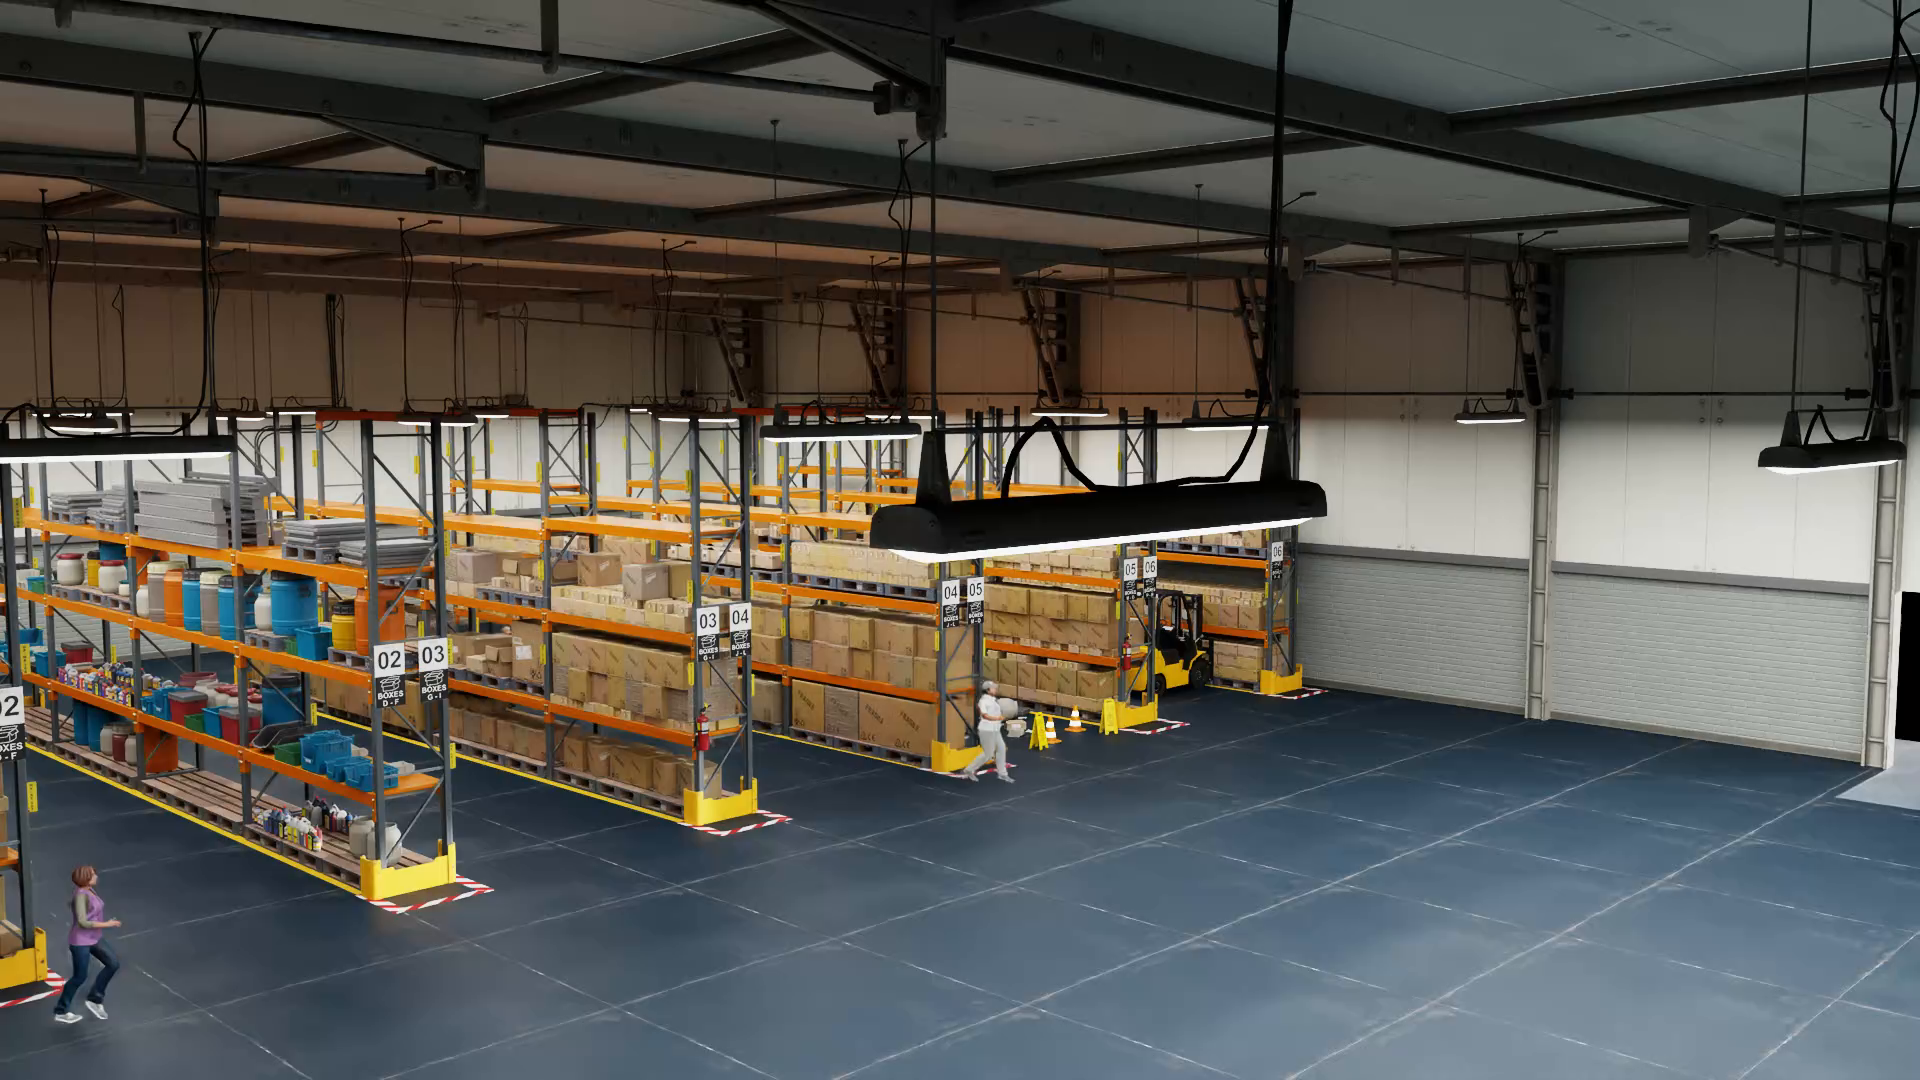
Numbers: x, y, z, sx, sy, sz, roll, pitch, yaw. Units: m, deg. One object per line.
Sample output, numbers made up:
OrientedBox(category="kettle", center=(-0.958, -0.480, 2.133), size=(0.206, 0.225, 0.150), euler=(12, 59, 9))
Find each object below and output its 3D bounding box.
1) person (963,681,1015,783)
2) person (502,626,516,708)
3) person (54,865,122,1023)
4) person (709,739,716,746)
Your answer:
OrientedBox(category="person", center=(0.475, 3.113, 26.919), size=(0.827, 1.684, 0.614), euler=(1, 5, 9))
OrientedBox(category="person", center=(-8.926, 2.557, 33.072), size=(0.596, 1.681, 0.644), euler=(5, 7, 43))
OrientedBox(category="person", center=(-8.765, 4.054, 16.733), size=(0.659, 1.603, 0.555), euler=(-1, 5, -9))
OrientedBox(category="person", center=(-4.550, 2.837, 29.981), size=(0.732, 1.749, 0.576), euler=(3, 6, 34))
